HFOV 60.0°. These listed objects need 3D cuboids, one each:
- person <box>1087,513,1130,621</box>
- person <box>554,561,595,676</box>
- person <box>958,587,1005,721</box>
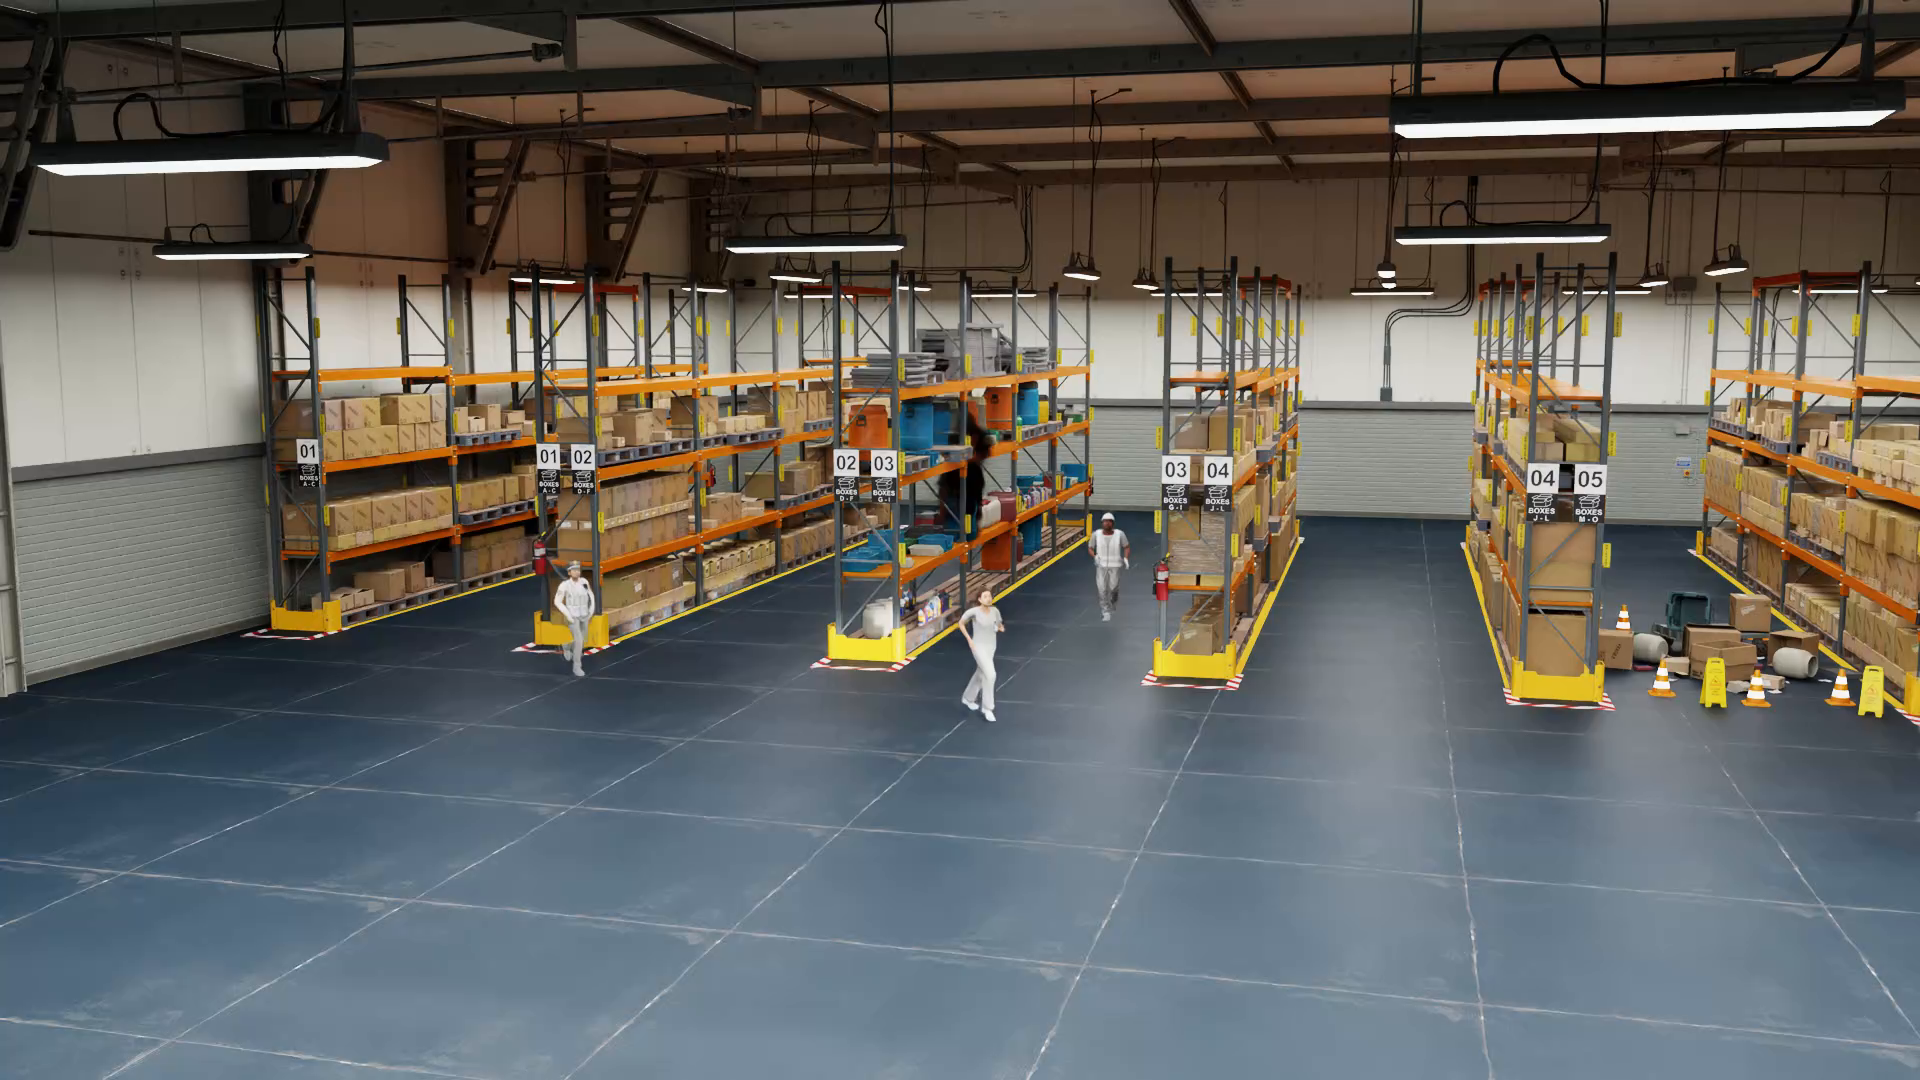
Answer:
[{"bbox_3d":[2.396,0.441,26.931,0.685,1.749,0.539,1,7,8],"label":"person"},{"bbox_3d":[-5.631,1.117,24.280,0.642,1.685,0.580,-7,10,-42],"label":"person"},{"bbox_3d":[0.301,1.461,21.556,0.539,1.731,0.762,-6,9,-39],"label":"person"}]
